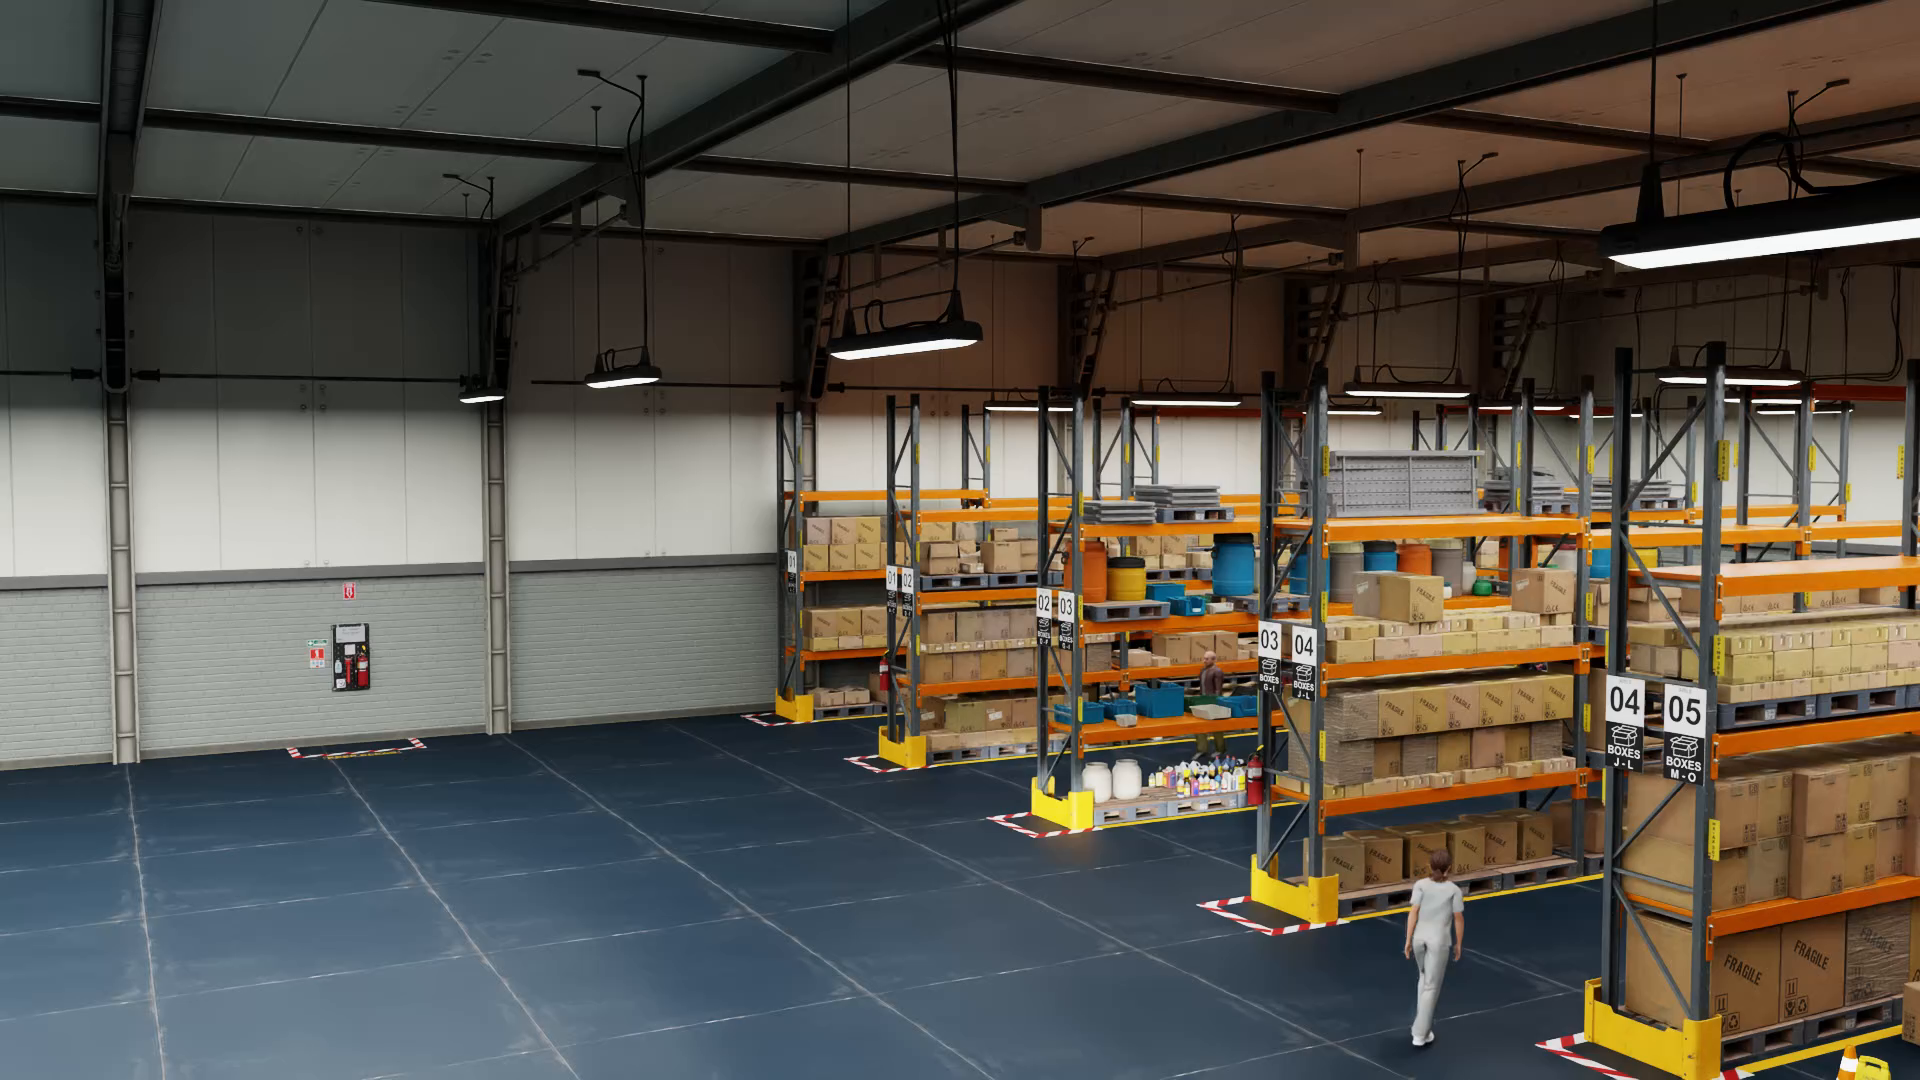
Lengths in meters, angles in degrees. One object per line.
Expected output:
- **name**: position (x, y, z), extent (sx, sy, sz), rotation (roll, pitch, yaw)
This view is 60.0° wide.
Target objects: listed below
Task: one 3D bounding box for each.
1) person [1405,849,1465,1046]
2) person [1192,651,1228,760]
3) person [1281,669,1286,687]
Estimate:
- **person**: position (4.087, 3.530, 14.377), extent (0.456, 1.692, 0.550), rotation (3, 4, 40)
- **person**: position (4.123, 2.763, 27.447), extent (0.608, 1.821, 0.645), rotation (-2, 4, -26)
- **person**: position (7.039, 2.388, 35.007), extent (1.069, 1.561, 0.473), rotation (-3, 4, -42)
